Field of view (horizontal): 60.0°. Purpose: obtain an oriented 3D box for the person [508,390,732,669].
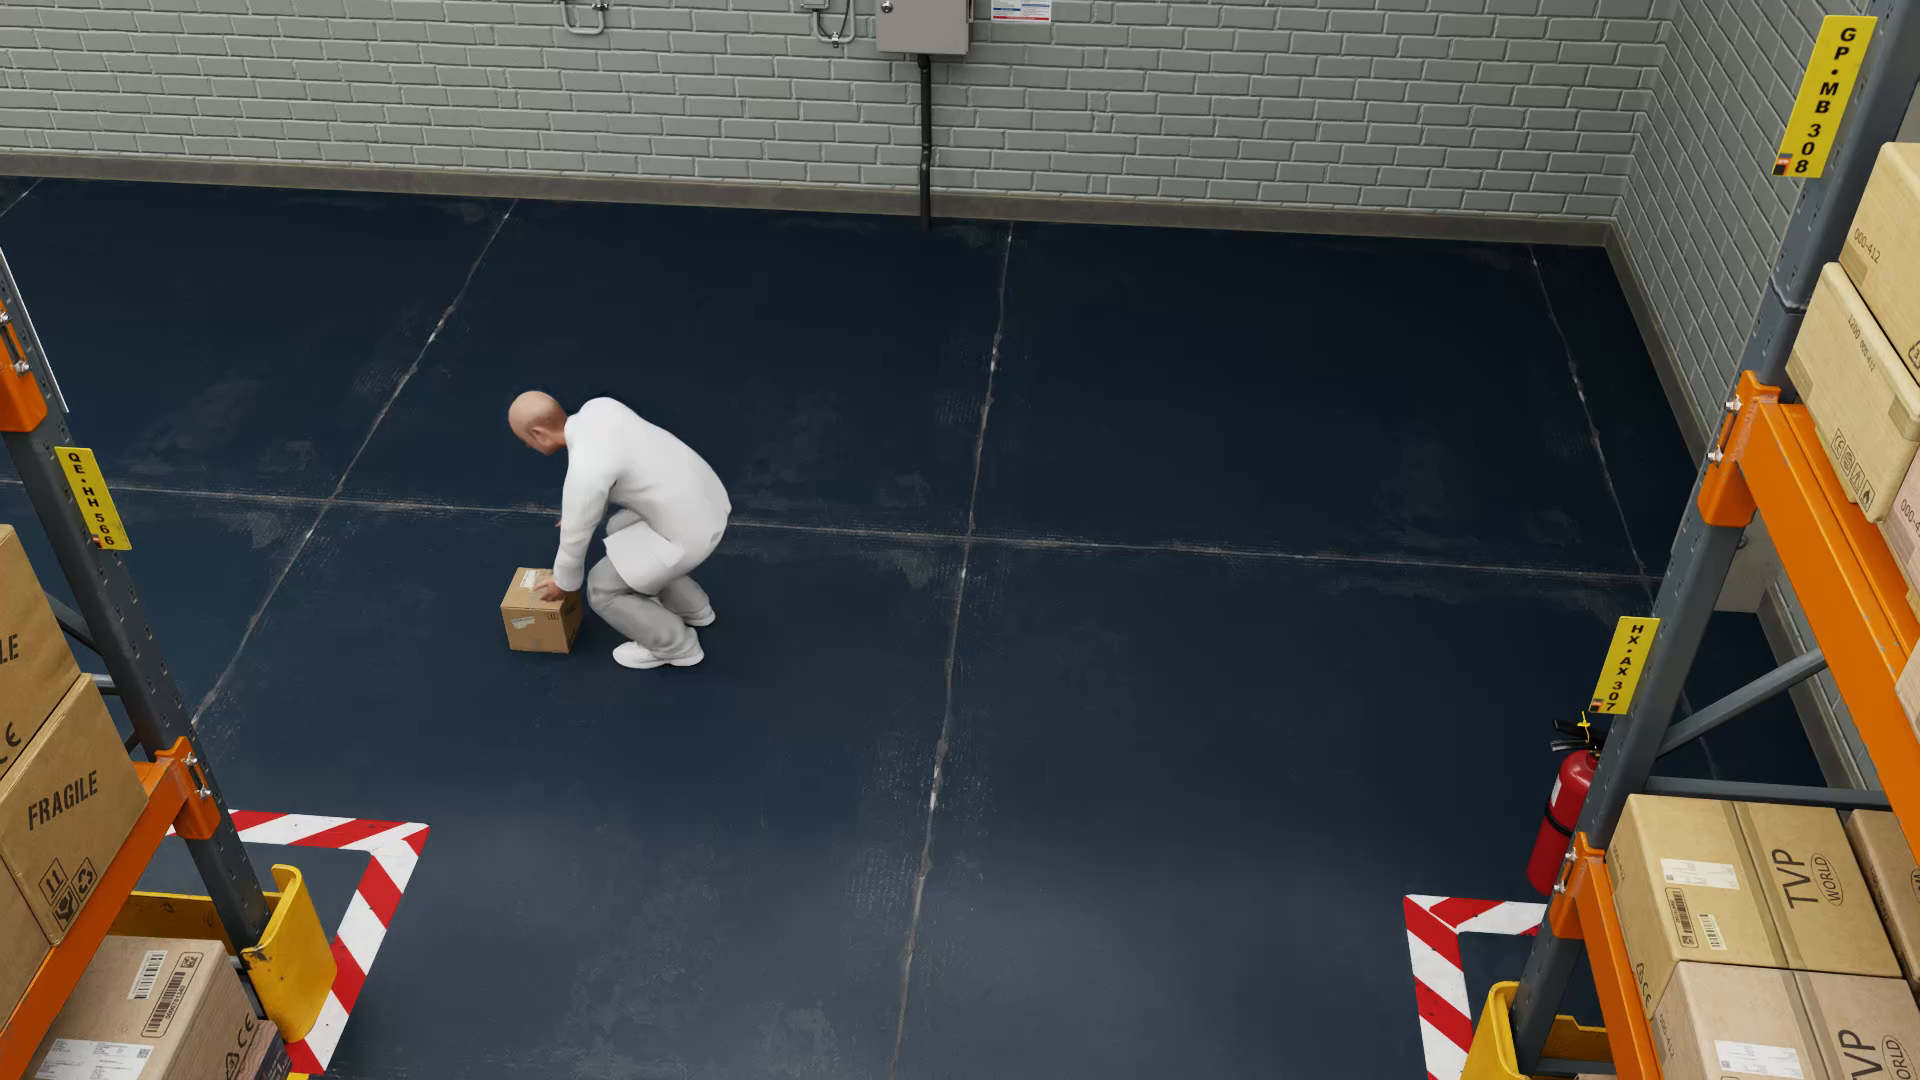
[{"bbox_3d":[-1.313,-0.051,6.635,0.793,1.265,0.632,3,40,4],"label":"person"}]
